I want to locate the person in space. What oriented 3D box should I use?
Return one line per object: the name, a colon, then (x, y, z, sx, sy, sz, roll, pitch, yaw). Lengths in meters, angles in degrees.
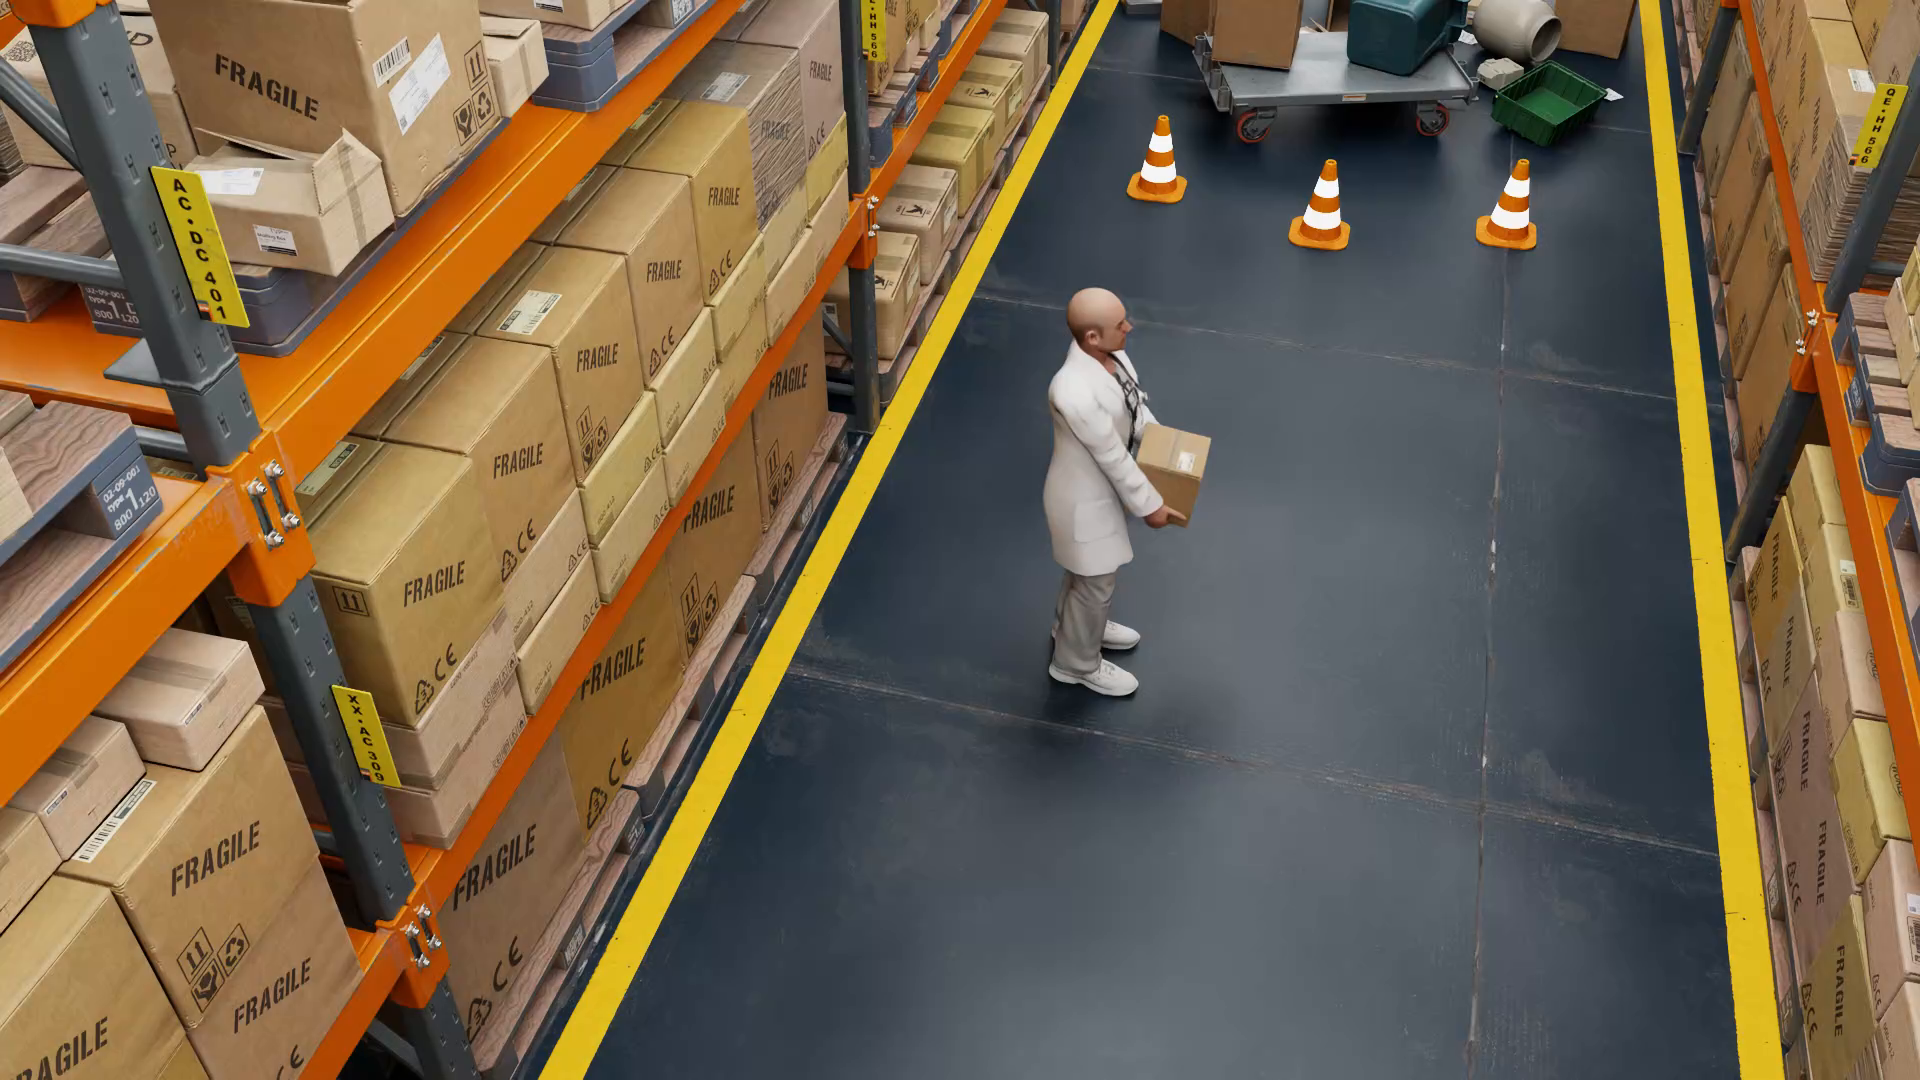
person: (0.605, -0.165, 6.365, 0.556, 1.780, 0.522, 9, 41, 11)
